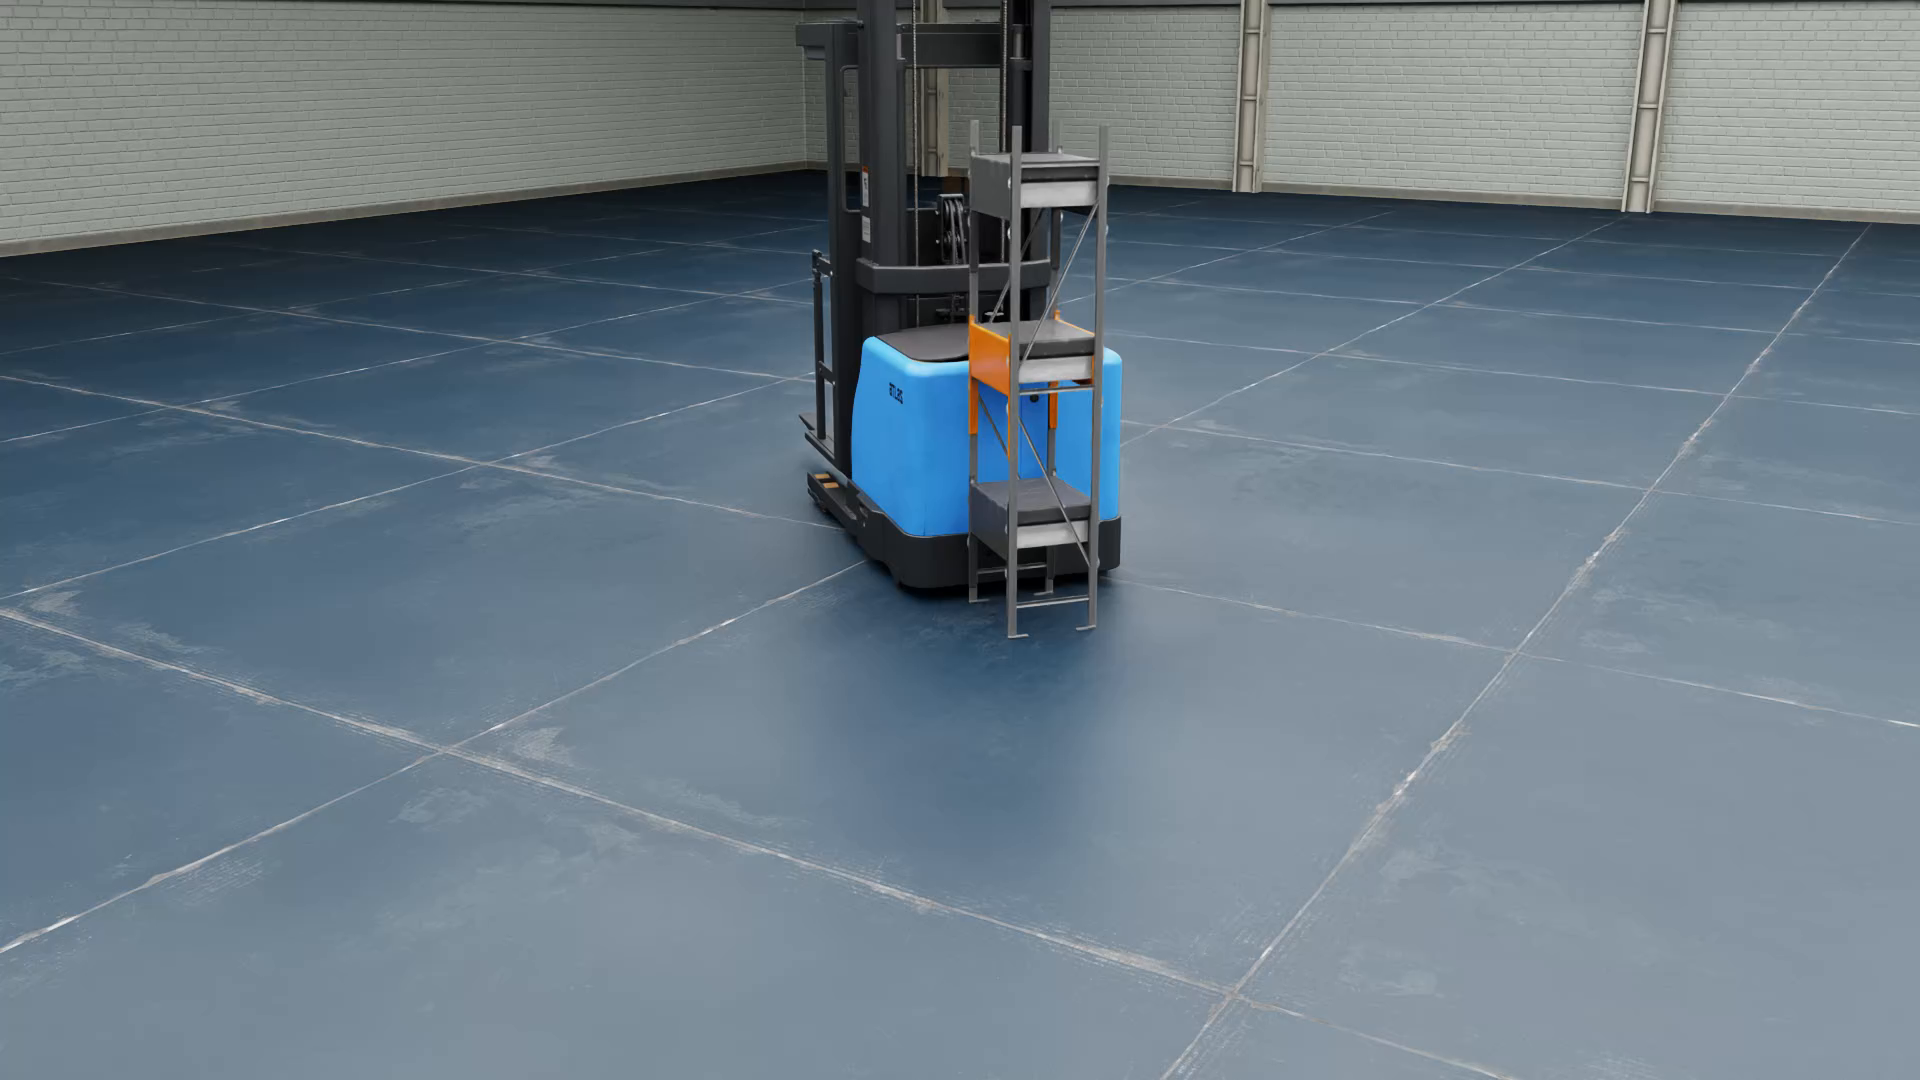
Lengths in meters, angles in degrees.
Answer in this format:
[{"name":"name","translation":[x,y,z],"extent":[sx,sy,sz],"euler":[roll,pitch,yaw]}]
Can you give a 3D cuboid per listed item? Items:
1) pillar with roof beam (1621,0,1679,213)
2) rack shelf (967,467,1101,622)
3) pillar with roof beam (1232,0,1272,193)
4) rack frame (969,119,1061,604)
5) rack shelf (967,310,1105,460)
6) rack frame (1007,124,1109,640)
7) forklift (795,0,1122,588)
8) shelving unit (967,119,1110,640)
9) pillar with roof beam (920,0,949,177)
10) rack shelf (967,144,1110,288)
[{"name":"pillar with roof beam","translation":[7.522,-7.984,19.183],"extent":[0.400,9.000,9.100],"euler":[10,20,30]},{"name":"rack shelf","translation":[0.311,0.010,7.189],"extent":[0.431,0.518,0.480],"euler":[-6,18,-18]},{"name":"pillar with roof beam","translation":[2.410,-8.897,22.187],"extent":[0.400,9.000,9.100],"euler":[10,20,30]},{"name":"rack frame","translation":[0.231,-0.739,7.201],"extent":[0.400,2.100,0.015],"euler":[-6,18,-18]},{"name":"rack shelf","translation":[0.311,-0.659,6.985],"extent":[0.431,0.518,0.480],"euler":[-6,18,-18]},{"name":"rack frame","translation":[0.392,-0.605,6.760],"extent":[0.400,2.100,0.015],"euler":[-6,18,-18]},{"name":"forklift","translation":[-0.192,-1.575,8.522],"extent":[1.130,2.935,3.031],"euler":[-5,18,-17]},{"name":"shelving unit","translation":[0.311,-0.672,6.981],"extent":[0.431,2.100,0.503],"euler":[-6,18,-18]},{"name":"pillar with roof beam","translation":[-2.703,-9.809,25.192],"extent":[0.400,9.000,9.100],"euler":[10,20,30]},{"name":"rack shelf","translation":[0.312,-1.329,6.781],"extent":[0.431,0.518,0.480],"euler":[-6,18,-18]}]
